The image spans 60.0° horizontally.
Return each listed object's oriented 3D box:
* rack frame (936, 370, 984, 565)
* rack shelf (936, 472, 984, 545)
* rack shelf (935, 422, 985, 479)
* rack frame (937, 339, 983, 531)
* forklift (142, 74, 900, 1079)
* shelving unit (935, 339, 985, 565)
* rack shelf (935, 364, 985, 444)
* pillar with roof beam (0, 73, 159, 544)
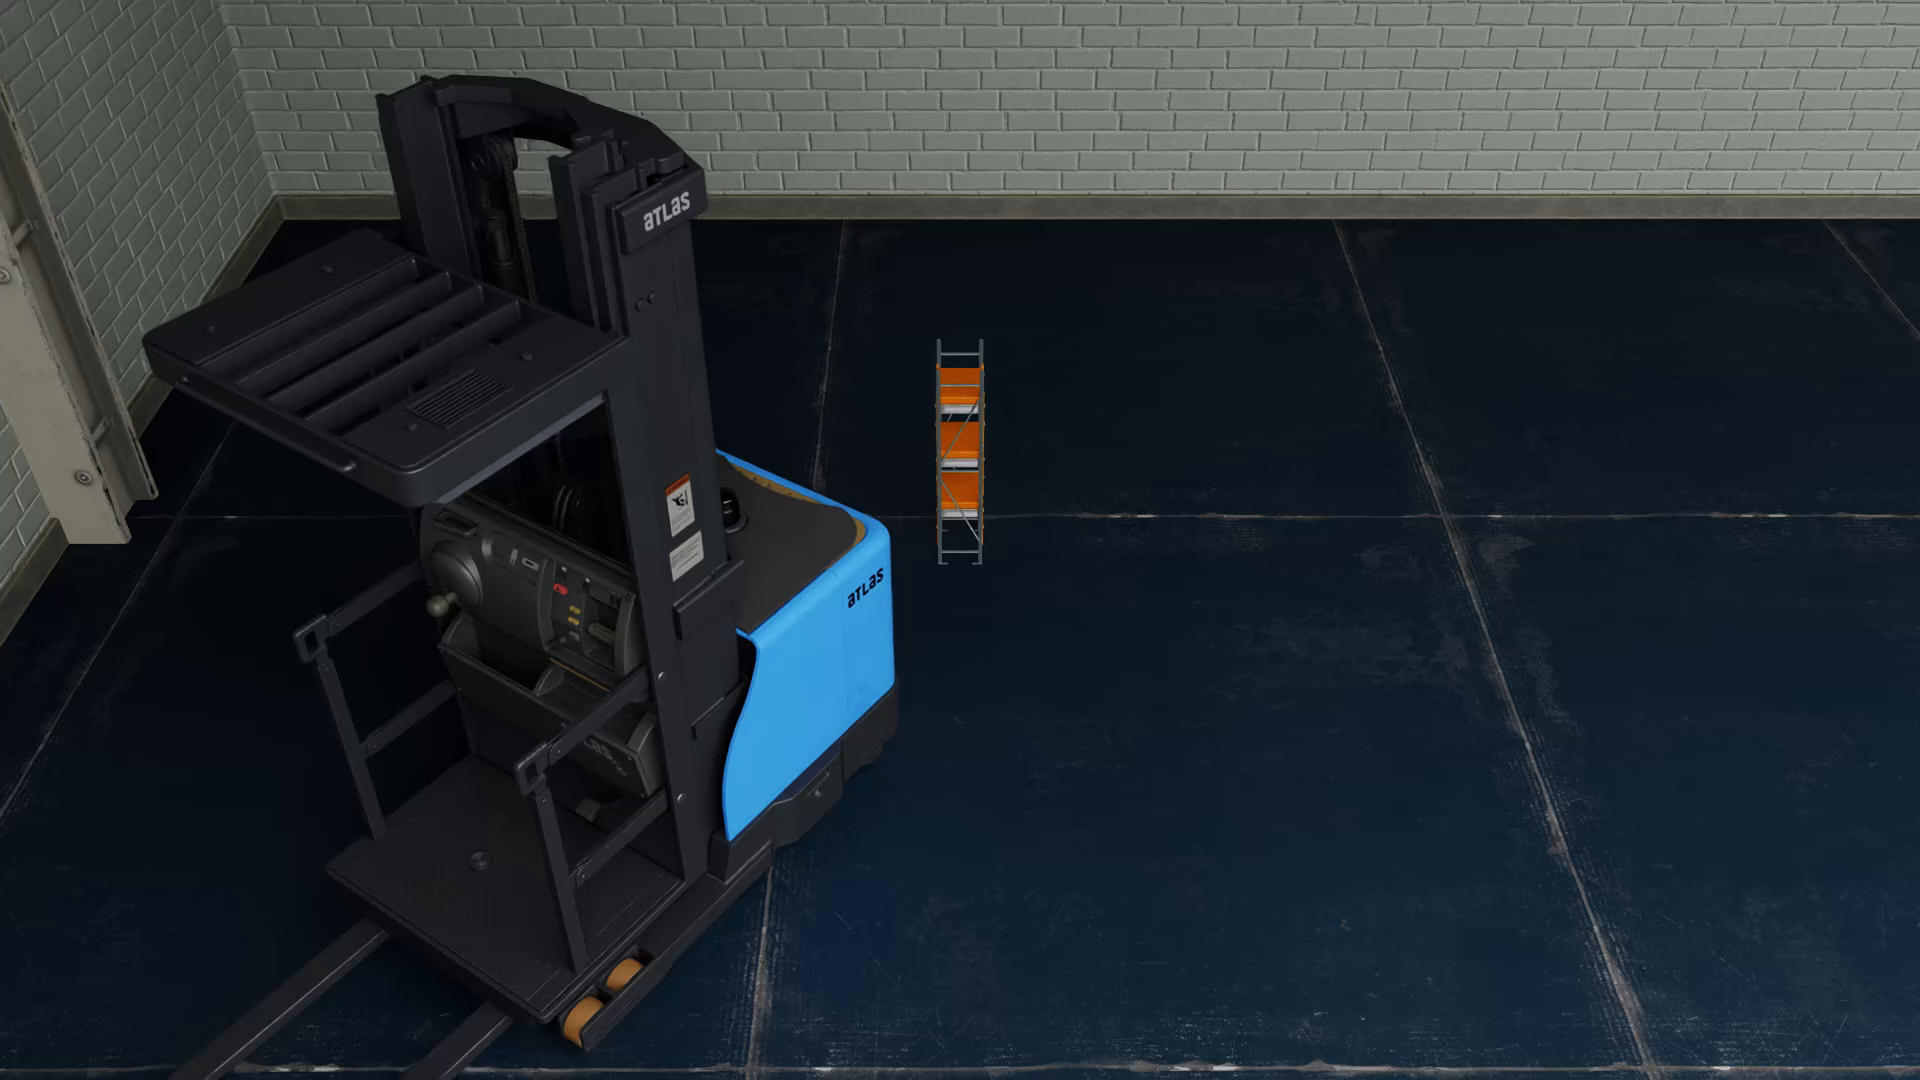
[{"bbox_3d":[0.000,-0.300,7.285,0.200,1.050,0.008,0,39,0],"label":"rack frame"},{"bbox_3d":[0.000,-0.151,7.560,0.215,0.259,0.240,0,39,0],"label":"rack shelf"},{"bbox_3d":[0.000,-0.368,7.387,0.215,0.259,0.240,0,39,0],"label":"rack shelf"},{"bbox_3d":[0.000,-0.453,7.475,0.200,1.050,0.008,0,39,0],"label":"rack frame"},{"bbox_3d":[-1.498,0.221,5.130,1.130,2.935,3.031,24,44,27],"label":"forklift"},{"bbox_3d":[0.000,-0.376,7.380,0.215,1.050,0.252,0,39,0],"label":"shelving unit"},{"bbox_3d":[0.000,-0.589,7.209,0.215,0.259,0.240,0,39,0],"label":"rack shelf"},{"bbox_3d":[0.281,-3.622,5.074,9.100,9.000,0.400,0,39,0],"label":"pillar with roof beam"}]
